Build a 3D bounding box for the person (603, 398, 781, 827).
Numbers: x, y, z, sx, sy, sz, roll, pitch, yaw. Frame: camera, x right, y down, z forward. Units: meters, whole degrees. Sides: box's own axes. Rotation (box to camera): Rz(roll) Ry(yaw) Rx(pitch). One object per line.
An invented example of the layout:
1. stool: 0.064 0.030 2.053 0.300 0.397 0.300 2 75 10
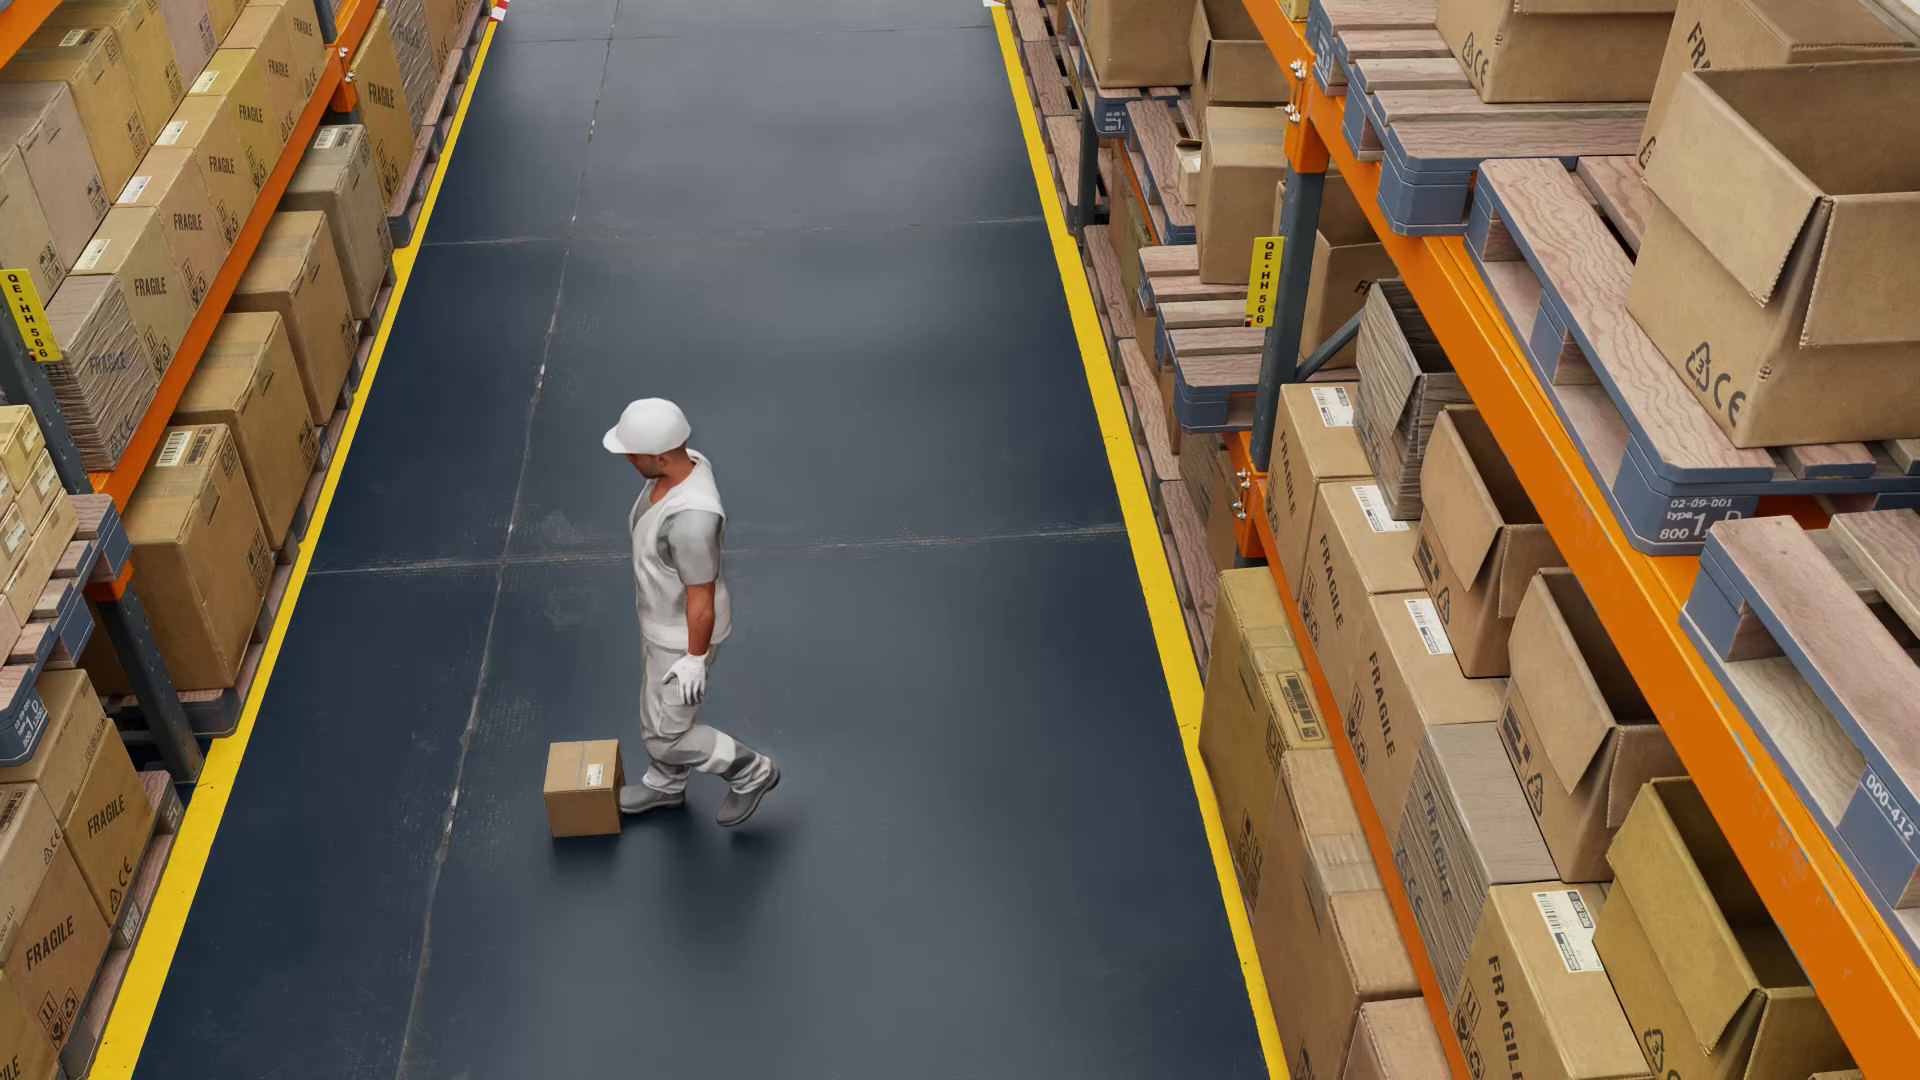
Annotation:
1. person: -1.007 0.300 5.738 0.646 1.782 0.584 -10 40 -12
